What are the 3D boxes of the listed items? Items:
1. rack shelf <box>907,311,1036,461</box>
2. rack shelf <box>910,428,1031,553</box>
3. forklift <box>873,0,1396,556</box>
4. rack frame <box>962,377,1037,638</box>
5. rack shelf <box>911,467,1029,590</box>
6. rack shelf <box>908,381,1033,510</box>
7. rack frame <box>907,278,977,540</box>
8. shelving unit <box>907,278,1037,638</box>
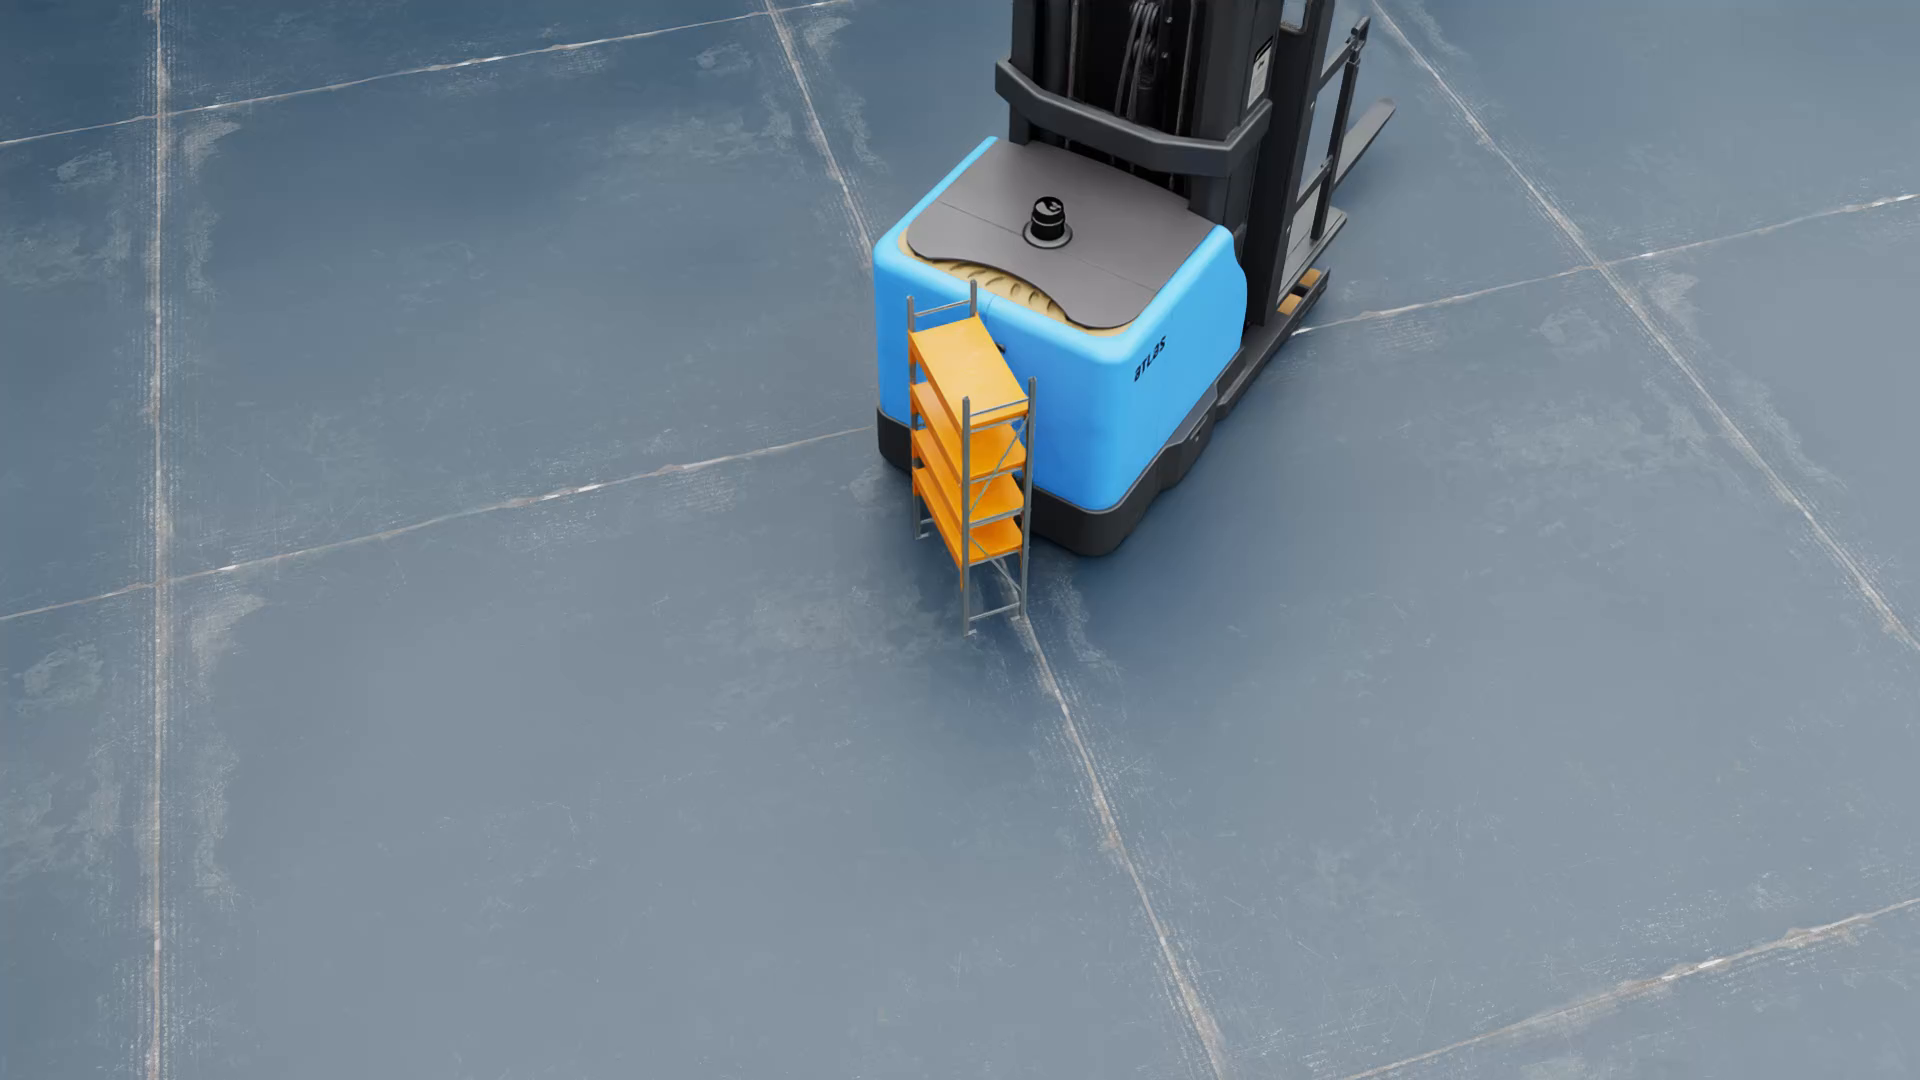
[{"bbox_3d":[0.032,-0.503,5.375,0.258,0.148,0.480,-17,52,-14],"label":"rack shelf"},{"bbox_3d":[0.032,-0.207,5.727,0.258,0.148,0.480,-17,52,-14],"label":"rack shelf"},{"bbox_3d":[0.908,-1.996,6.015,1.130,2.935,3.031,26,55,21],"label":"forklift"},{"bbox_3d":[0.121,-0.076,5.530,0.240,1.200,0.015,-17,52,-14],"label":"rack frame"},{"bbox_3d":[0.032,-0.079,5.879,0.258,0.148,0.480,-17,52,-14],"label":"rack shelf"},{"bbox_3d":[0.032,-0.351,5.556,0.258,0.148,0.480,-17,52,-14],"label":"rack shelf"},{"bbox_3d":[-0.058,-0.424,5.822,0.240,1.200,0.015,-17,52,-14],"label":"rack frame"},{"bbox_3d":[0.032,-0.250,5.676,0.258,1.200,0.503,-17,52,-14],"label":"shelving unit"}]
